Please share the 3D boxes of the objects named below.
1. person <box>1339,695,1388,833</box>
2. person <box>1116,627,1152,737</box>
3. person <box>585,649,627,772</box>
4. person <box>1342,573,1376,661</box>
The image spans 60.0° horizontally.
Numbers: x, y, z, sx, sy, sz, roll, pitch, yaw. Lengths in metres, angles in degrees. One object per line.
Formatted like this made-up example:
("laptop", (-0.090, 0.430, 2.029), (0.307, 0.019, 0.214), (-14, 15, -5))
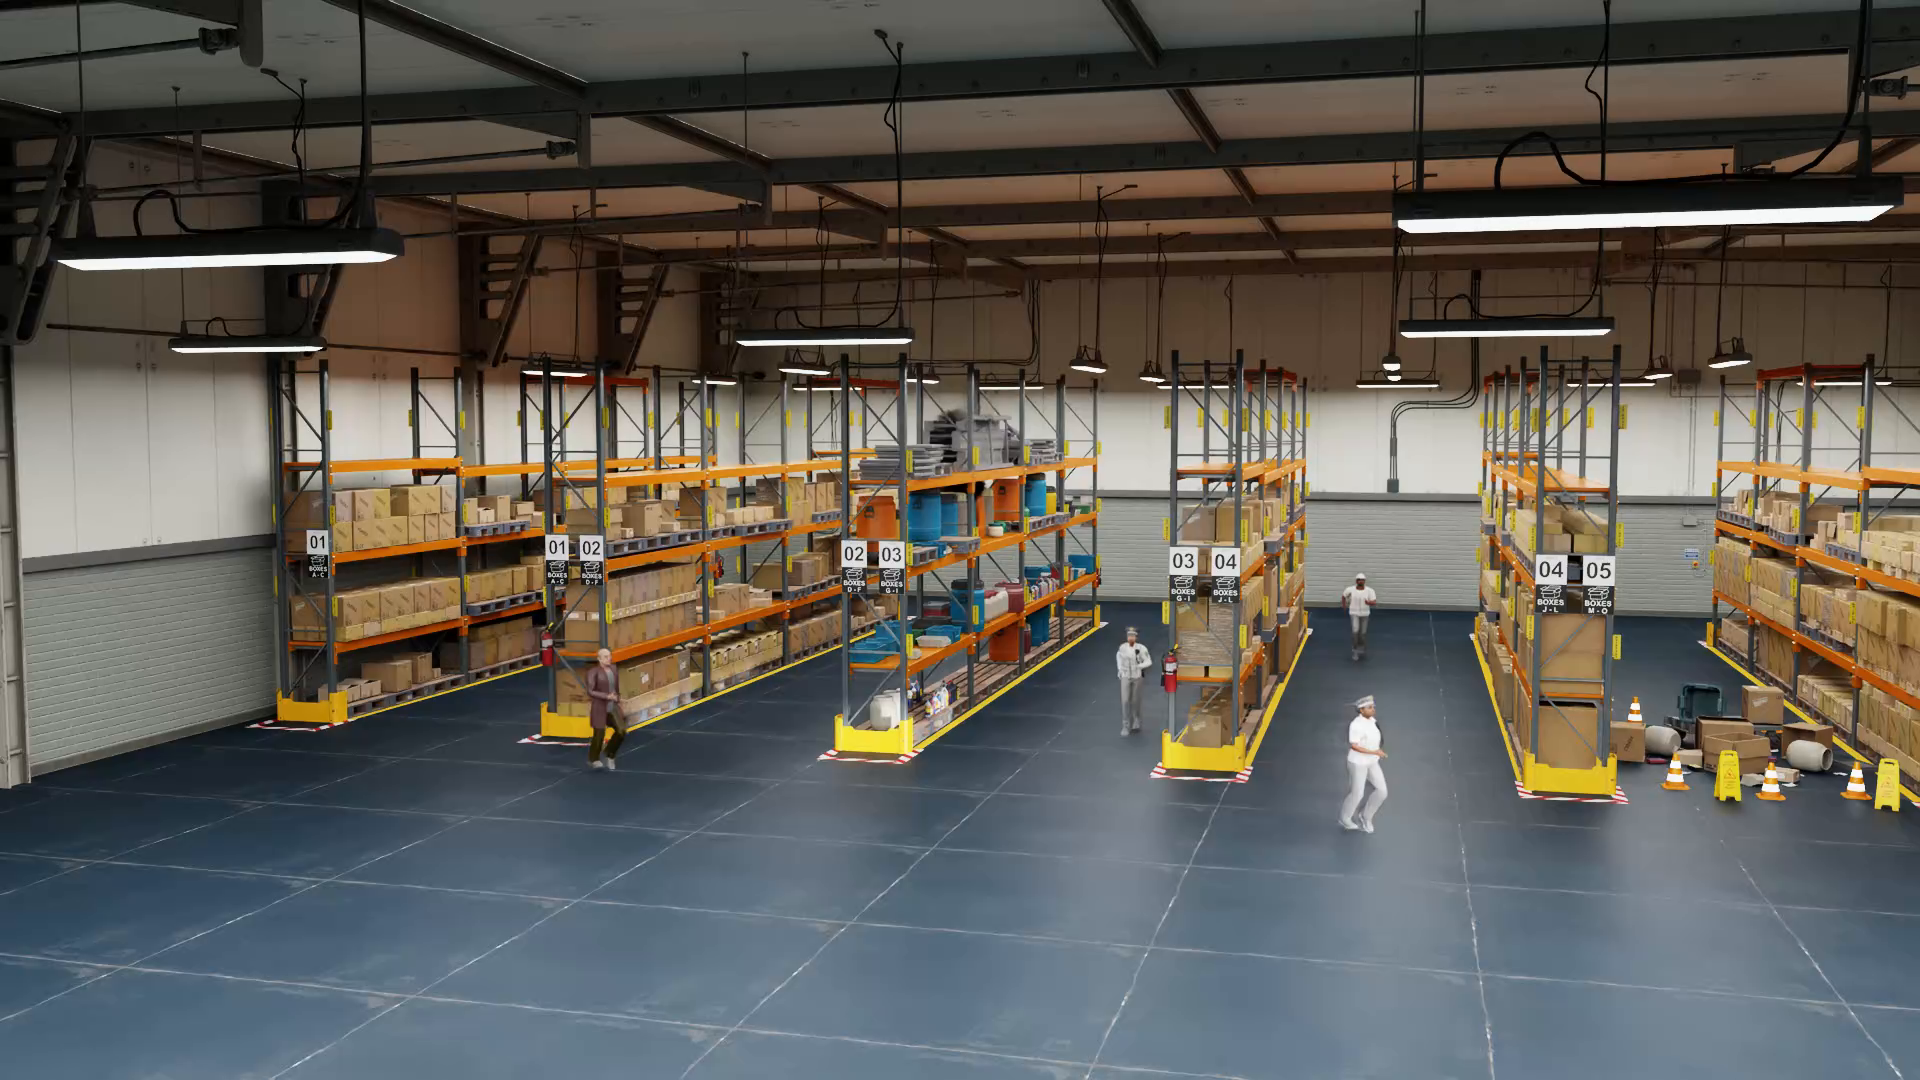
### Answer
("person", (4.923, 2.726, 20.150), (0.589, 1.723, 0.687), (-3, 5, -38))
("person", (2.775, 2.239, 26.634), (0.601, 1.729, 0.789), (1, 4, 13))
("person", (-5.029, 2.422, 23.648), (0.672, 1.774, 0.841), (-4, 6, -45))
("person", (8.393, 1.608, 34.942), (0.672, 1.831, 0.777), (0, 4, 5))
